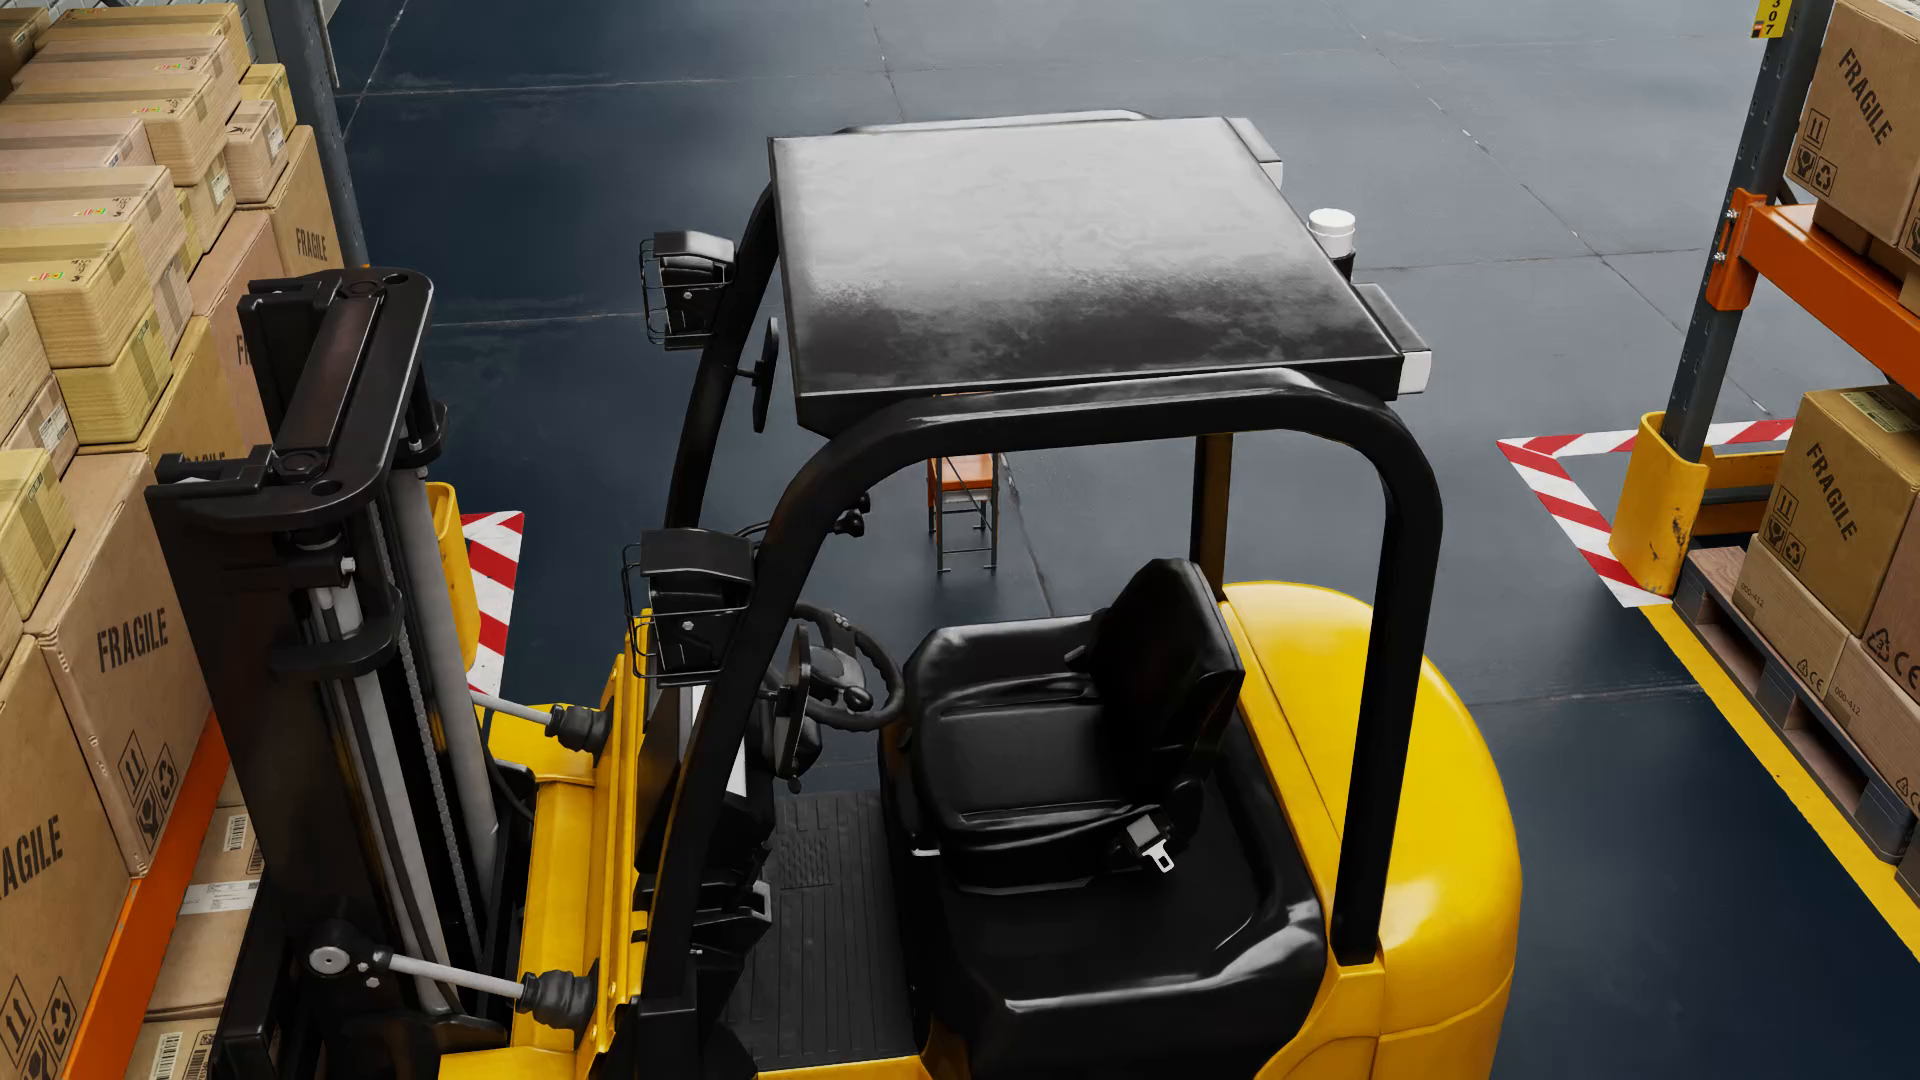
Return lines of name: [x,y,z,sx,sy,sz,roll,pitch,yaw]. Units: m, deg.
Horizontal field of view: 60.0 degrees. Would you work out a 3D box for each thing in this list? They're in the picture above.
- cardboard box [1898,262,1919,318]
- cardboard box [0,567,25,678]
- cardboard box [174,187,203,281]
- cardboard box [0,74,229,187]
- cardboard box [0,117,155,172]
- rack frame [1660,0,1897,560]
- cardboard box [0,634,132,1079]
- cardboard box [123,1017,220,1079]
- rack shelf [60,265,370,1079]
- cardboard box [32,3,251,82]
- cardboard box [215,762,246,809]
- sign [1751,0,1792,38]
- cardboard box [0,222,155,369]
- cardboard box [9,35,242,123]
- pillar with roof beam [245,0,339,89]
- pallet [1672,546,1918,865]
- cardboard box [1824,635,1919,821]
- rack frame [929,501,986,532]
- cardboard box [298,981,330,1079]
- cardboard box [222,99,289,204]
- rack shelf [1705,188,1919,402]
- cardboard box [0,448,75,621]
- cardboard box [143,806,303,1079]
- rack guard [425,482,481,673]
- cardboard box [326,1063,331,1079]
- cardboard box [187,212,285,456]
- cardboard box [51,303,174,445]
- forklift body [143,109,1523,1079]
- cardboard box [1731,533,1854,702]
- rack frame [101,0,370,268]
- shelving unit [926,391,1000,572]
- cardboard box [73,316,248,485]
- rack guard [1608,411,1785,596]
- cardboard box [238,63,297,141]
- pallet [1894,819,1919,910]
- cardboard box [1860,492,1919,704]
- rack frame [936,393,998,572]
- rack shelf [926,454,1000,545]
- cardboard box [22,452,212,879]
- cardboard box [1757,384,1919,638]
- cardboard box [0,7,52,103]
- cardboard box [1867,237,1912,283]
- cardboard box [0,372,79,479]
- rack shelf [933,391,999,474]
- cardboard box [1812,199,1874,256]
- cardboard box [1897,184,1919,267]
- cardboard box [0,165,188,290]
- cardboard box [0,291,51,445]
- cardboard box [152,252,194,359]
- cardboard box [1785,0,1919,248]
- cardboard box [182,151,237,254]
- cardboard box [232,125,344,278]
cardboard box: [2.656,-0.631,4.235,0.380,0.149,0.250,-5,35,-8]
cardboard box: [-1.494,0.153,2.198,0.380,0.149,0.250,-5,35,-8]
cardboard box: [-1.722,-0.564,3.249,0.380,0.149,0.250,-5,35,-7]
cardboard box: [-1.723,-0.825,3.368,0.380,0.149,0.250,-4,34,-5]
cardboard box: [-1.763,-0.681,3.156,0.380,0.149,0.250,-4,34,-6]
rack frame: [2.812,-1.234,4.897,1.000,3.000,0.127,-4,35,-6]
cardboard box: [-1.525,0.496,2.270,0.500,0.500,0.500,-5,35,-7]
cardboard box: [-1.459,1.069,2.698,0.500,0.250,0.500,-3,34,-5]
rack shelf: [-1.837,0.557,2.907,1.077,0.370,4.000,-4,35,-6]
cardboard box: [-1.849,-1.104,3.778,0.380,0.149,0.250,-4,35,-6]
cardboard box: [-1.583,0.492,3.545,0.500,0.250,0.500,-4,34,-6]
sign: [2.274,-1.551,4.593,0.100,0.325,0.005,-4,35,-6]
cardboard box: [-1.578,-0.400,2.744,0.380,0.149,0.250,-4,34,-5]
cardboard box: [-1.785,-0.969,3.579,0.380,0.149,0.250,-4,35,-6]
pillar with roof beam: [0.553,-6.552,7.374,9.100,9.000,0.400,-4,35,-6]
pallet: [2.896,0.417,4.951,1.003,0.211,1.213,-4,35,-6]
cardboard box: [2.708,0.485,4.443,0.500,0.250,0.500,-3,34,-5]
rack frame: [-0.009,-0.472,5.510,0.200,1.050,0.008,-4,35,-6]
cardboard box: [-1.520,0.995,3.251,0.500,0.250,0.500,-4,35,-7]
cardboard box: [-1.718,-0.853,3.673,0.380,0.149,0.250,-4,34,-6]
rack shelf: [3.081,0.179,3.462,1.077,0.370,4.000,-4,35,-6]
cardboard box: [-1.539,0.005,2.415,0.380,0.149,0.250,-5,35,-7]
cardboard box: [-1.522,0.776,3.129,0.500,0.250,0.500,-5,35,-7]
rack guard: [-2.109,0.164,5.066,1.175,0.500,0.348,-4,35,-6]
cardboard box: [-1.522,1.191,3.407,0.500,0.250,0.500,-3,34,-5]
cardboard box: [-1.719,-0.352,3.515,0.500,0.500,0.500,-3,34,-5]
cardboard box: [-1.585,-0.279,2.831,0.380,0.149,0.250,-4,34,-6]
forklift body: [-0.043,0.415,3.231,2.313,2.155,1.214,-4,35,-6]
cardboard box: [2.646,0.200,4.862,0.500,0.250,0.500,-5,35,-7]
rack frame: [-2.106,-0.856,4.342,1.000,3.000,0.127,-4,35,-6]
shelving unit: [0.007,-0.404,5.411,0.215,1.050,0.252,-4,35,-6]
cardboard box: [-1.650,-0.066,3.095,0.500,0.500,0.500,-5,35,-7]
rack guard: [2.822,-0.159,5.539,1.175,0.500,0.348,-4,35,-6]
cardboard box: [-1.782,-0.993,3.879,0.380,0.149,0.250,-4,34,-6]
pallet: [3.057,1.096,3.954,1.003,0.211,1.213,-4,35,-6]
cardboard box: [2.725,0.195,4.204,0.500,0.500,0.500,-6,35,-8]
rack frame: [0.024,-0.336,5.311,0.200,1.050,0.008,-4,35,-6]
rack shelf: [0.007,-0.166,5.573,0.215,0.259,0.240,-4,35,-6]
cardboard box: [-1.571,0.213,2.685,0.500,0.500,0.500,-4,34,-6]
cardboard box: [2.650,-0.097,4.631,0.500,0.500,0.500,-5,35,-8]
cardboard box: [-2.273,-1.085,3.749,0.380,0.149,0.250,-5,35,-7]
cardboard box: [2.701,-0.785,4.461,0.380,0.149,0.250,-4,34,-6]
cardboard box: [-1.641,-0.133,2.617,0.380,0.149,0.250,-5,35,-7]
rack shelf: [0.007,-0.395,5.416,0.215,0.259,0.240,-4,35,-6]
cardboard box: [2.653,-0.925,4.667,0.380,0.149,0.250,-4,35,-6]
cardboard box: [2.674,-0.824,3.943,0.500,0.500,0.500,-3,34,-5]
cardboard box: [-1.618,-0.544,2.955,0.380,0.149,0.250,-4,34,-5]
cardboard box: [-1.637,-0.249,2.523,0.380,0.149,0.250,-4,34,-6]
cardboard box: [-1.639,-0.419,3.036,0.380,0.149,0.250,-5,35,-8]
cardboard box: [2.601,-1.113,4.366,0.500,0.500,0.500,-5,35,-7]
cardboard box: [-1.744,-0.703,3.454,0.380,0.149,0.250,-4,34,-5]
cardboard box: [-1.780,-0.643,3.940,0.500,0.500,0.500,-5,35,-7]
